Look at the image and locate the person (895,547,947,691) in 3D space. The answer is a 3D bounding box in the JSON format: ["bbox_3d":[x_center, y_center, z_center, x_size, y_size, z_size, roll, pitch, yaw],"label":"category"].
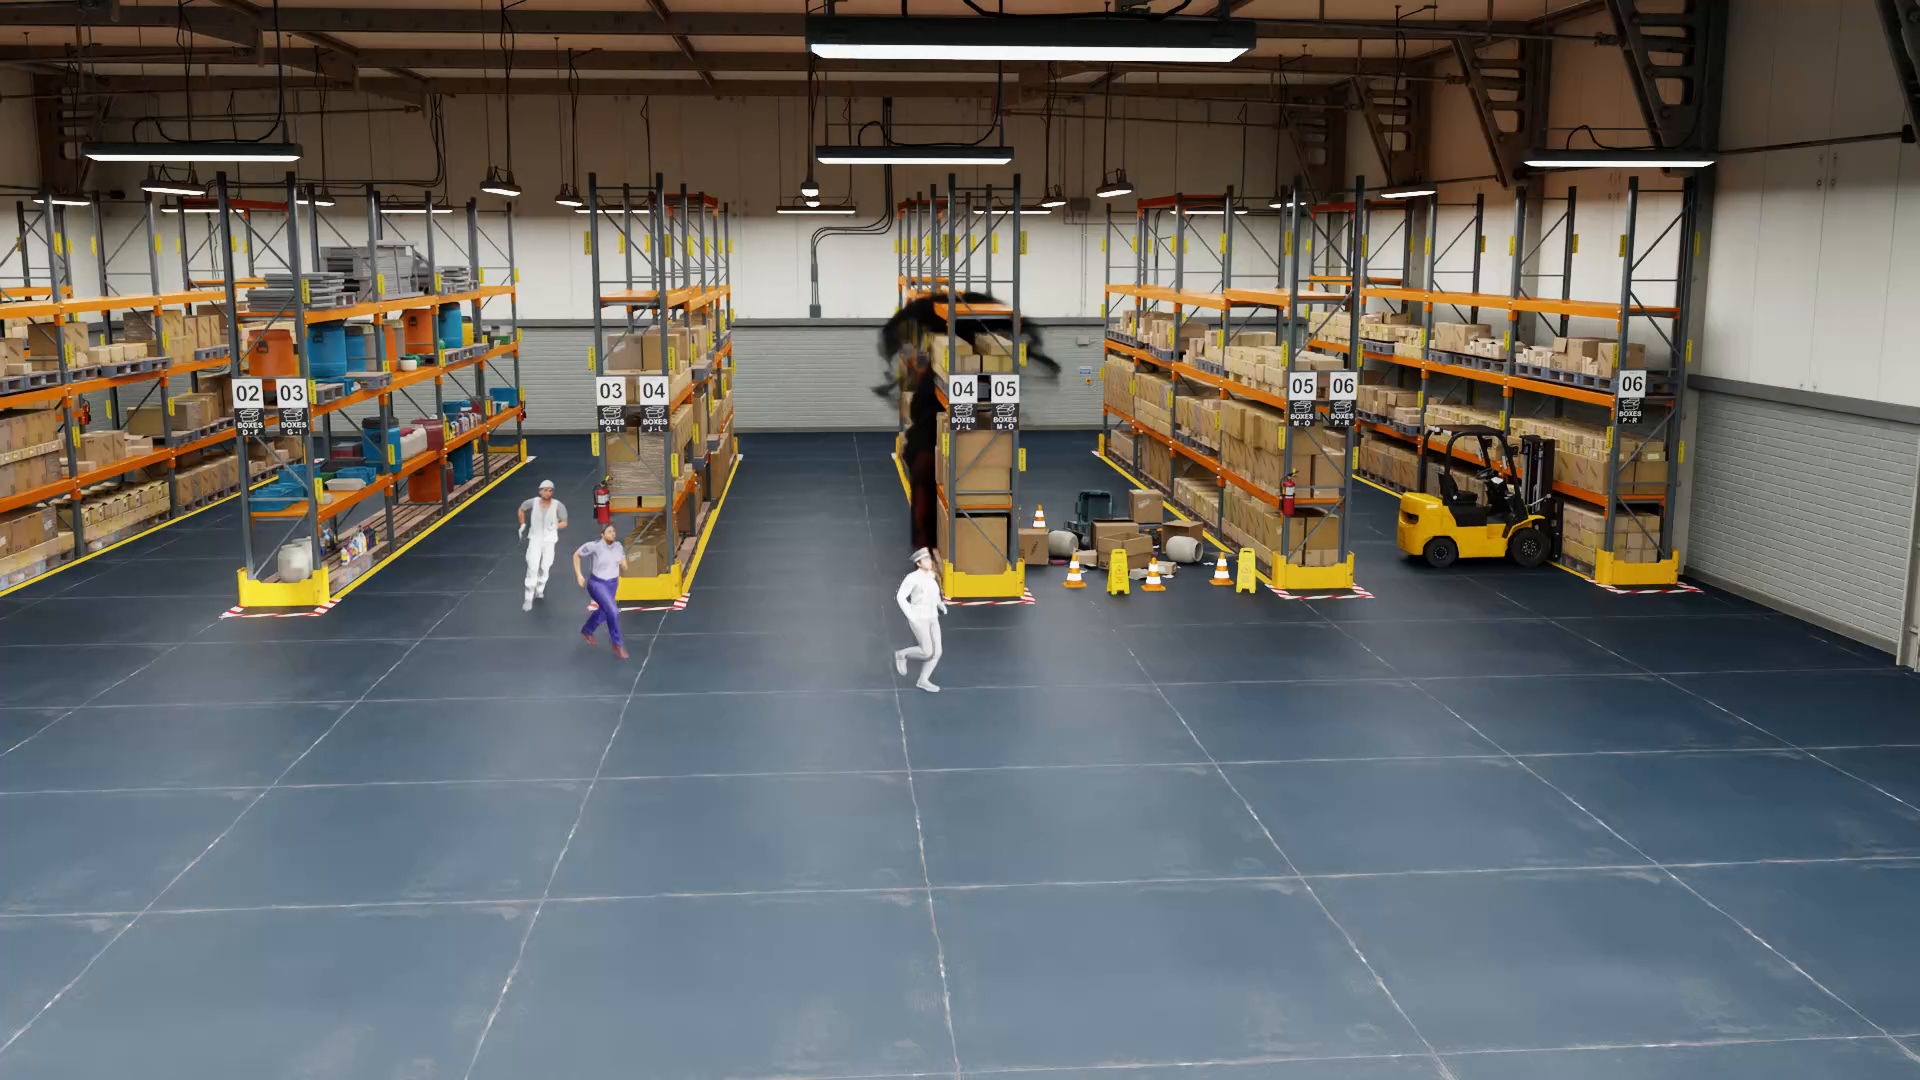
[{"bbox_3d":[-0.445,0.895,18.961,0.550,1.656,0.658,8,13,38],"label":"person"}]

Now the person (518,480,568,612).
[{"bbox_3d":[-5.864,0.035,23.400,0.686,1.794,0.843,-3,10,-17],"label":"person"}]

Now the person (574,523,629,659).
[{"bbox_3d":[-4.432,0.610,20.604,0.891,1.694,0.627,7,12,36],"label":"person"}]
